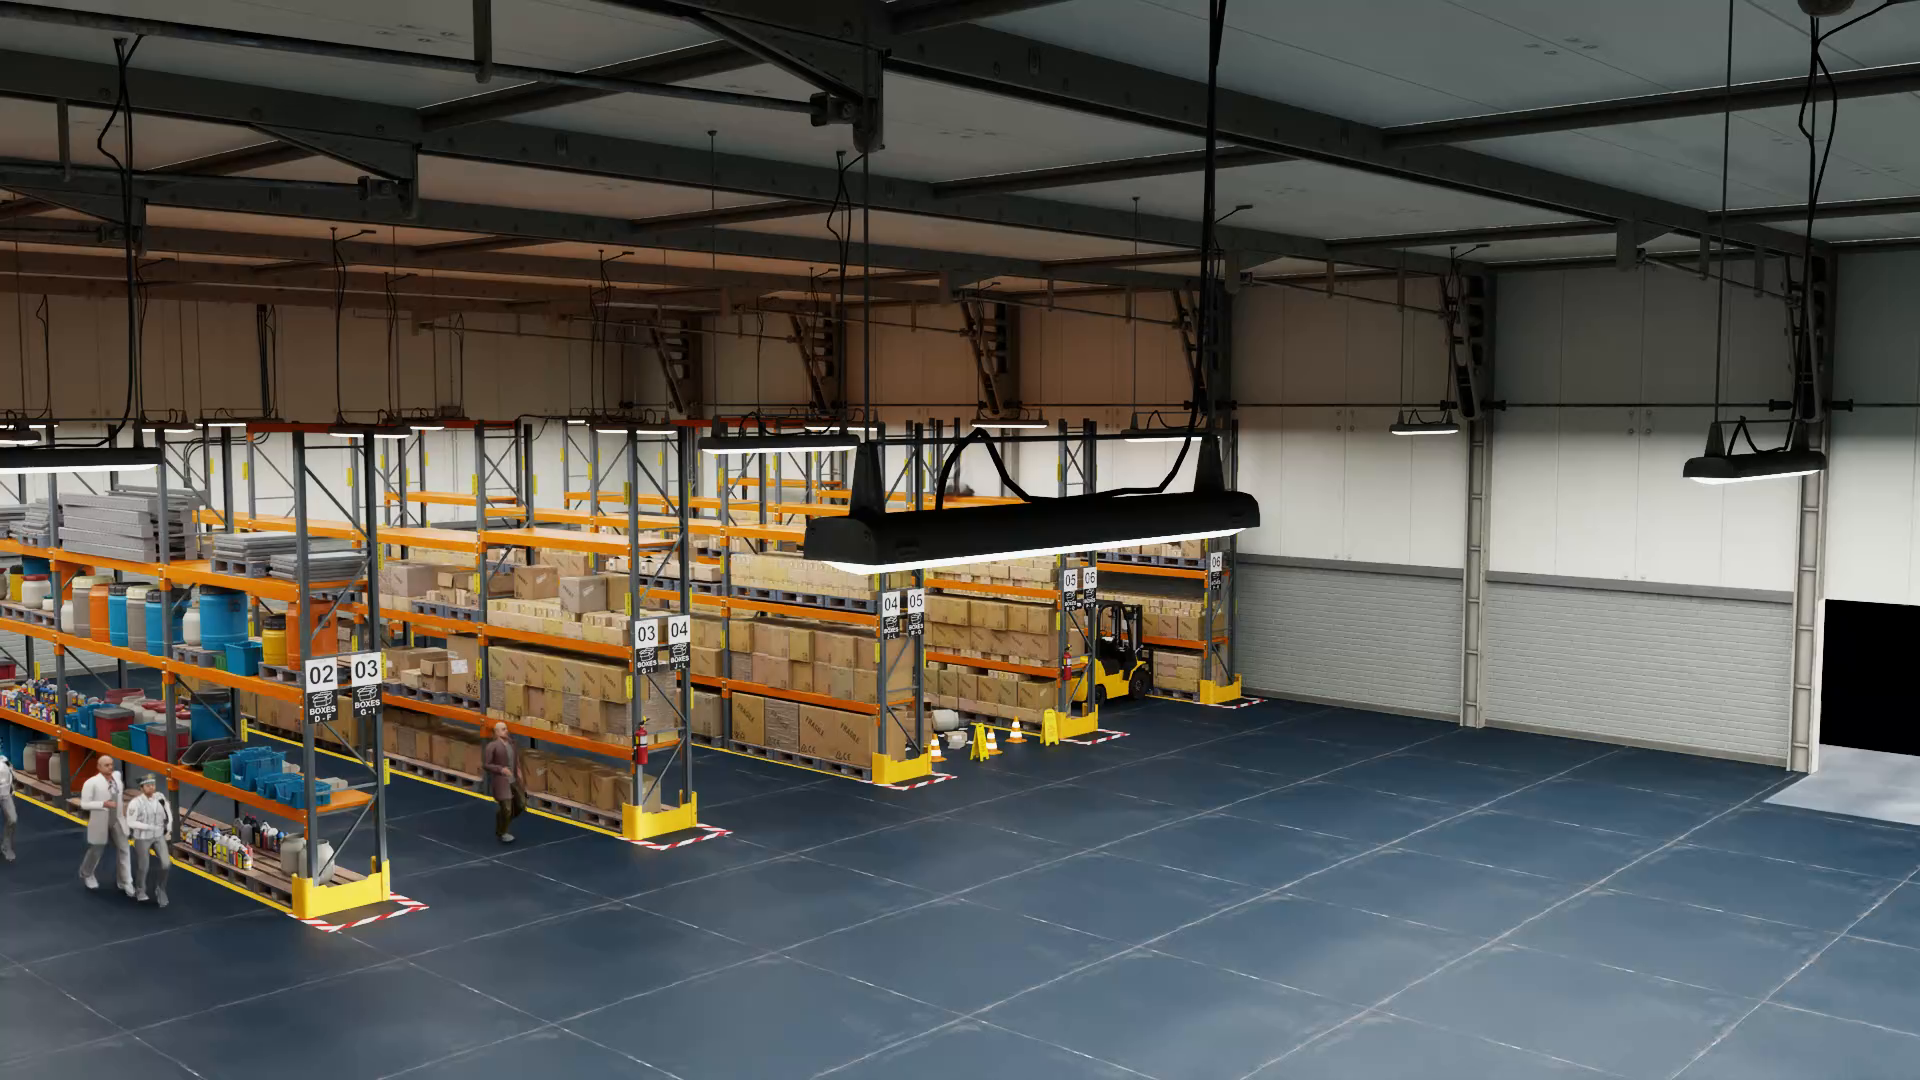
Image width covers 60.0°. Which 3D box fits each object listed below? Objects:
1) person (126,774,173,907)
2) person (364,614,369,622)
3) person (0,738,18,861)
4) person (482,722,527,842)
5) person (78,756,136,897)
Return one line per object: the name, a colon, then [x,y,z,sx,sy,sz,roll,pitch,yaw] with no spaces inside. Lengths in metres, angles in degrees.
person: [-10.187,3.790,20.963,0.698,1.743,0.625,4,6,42]
person: [-13.105,2.480,36.634,0.694,1.746,0.619,-4,6,-43]
person: [-13.359,3.602,23.099,0.684,1.736,0.592,3,6,36]
person: [-6.550,3.493,24.047,0.649,1.730,0.702,3,6,32]
person: [-11.060,3.672,21.497,1.001,1.805,0.663,3,6,33]
